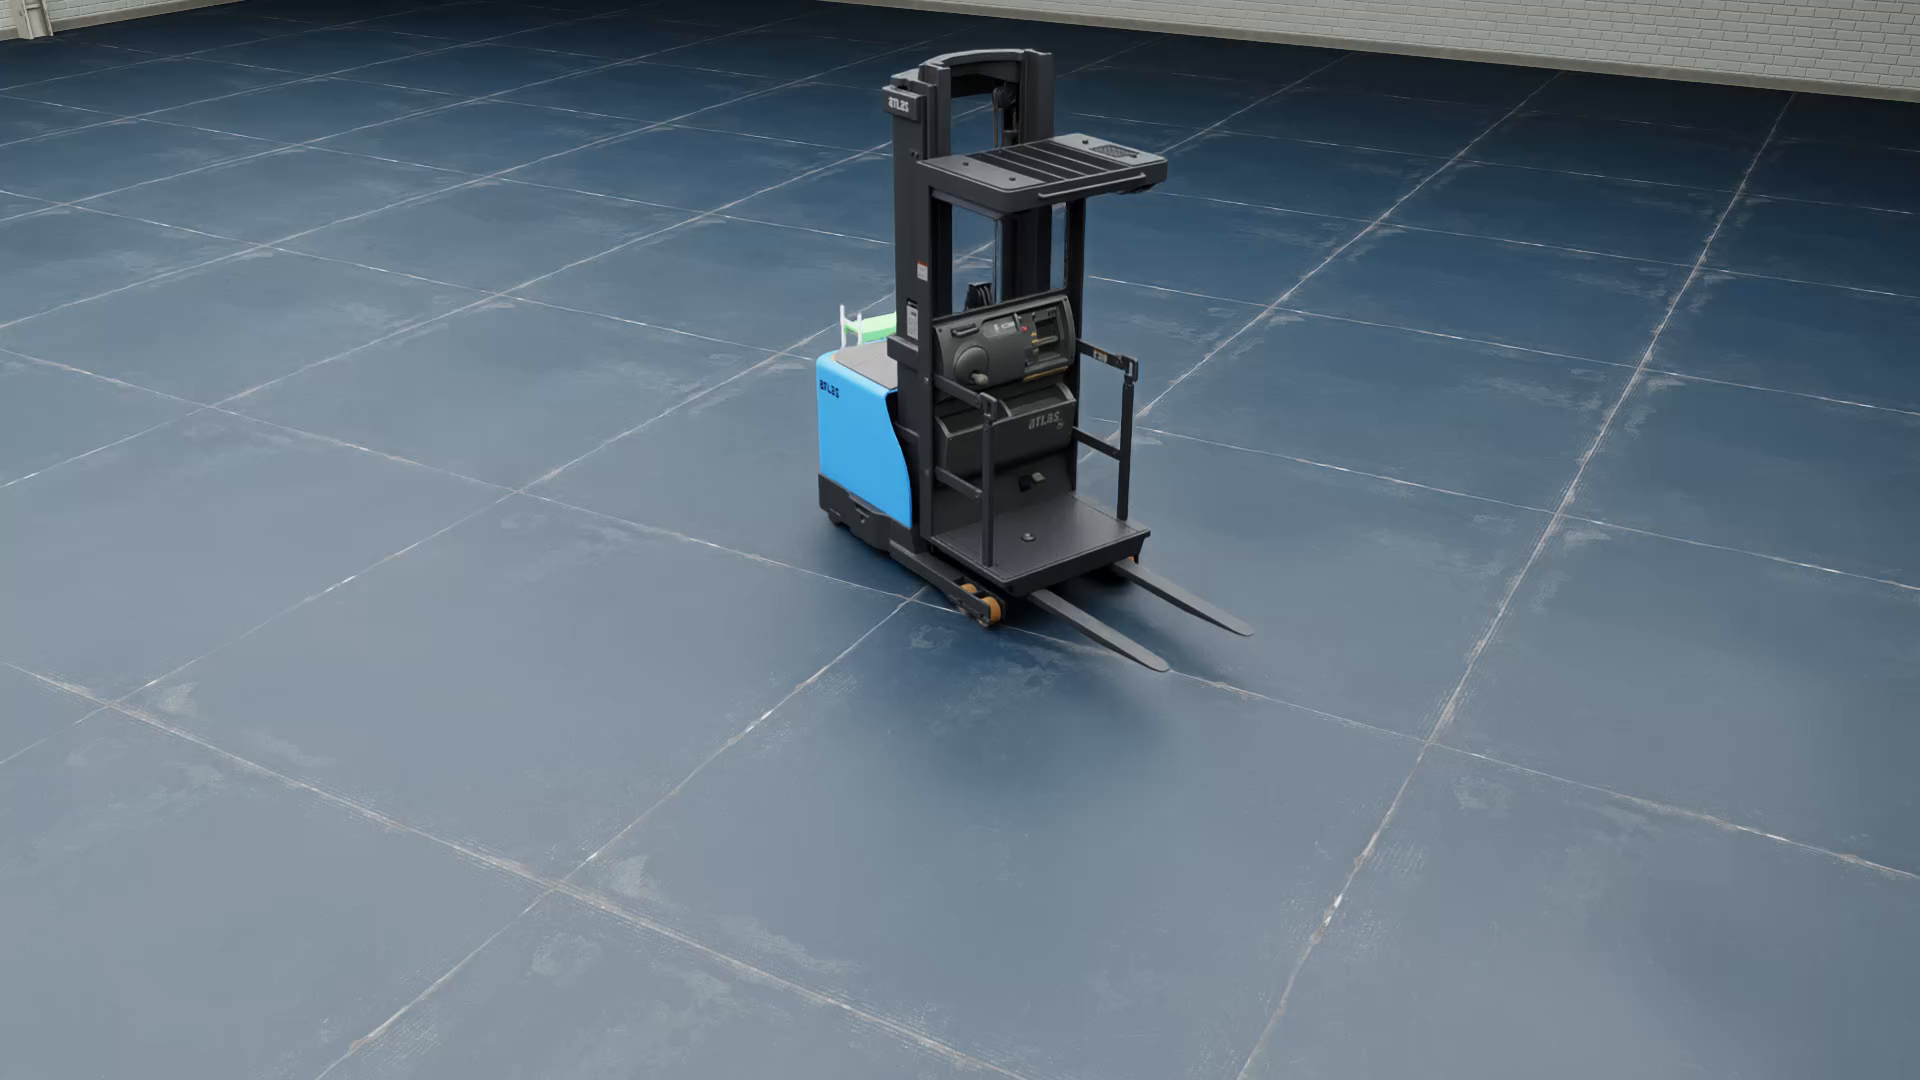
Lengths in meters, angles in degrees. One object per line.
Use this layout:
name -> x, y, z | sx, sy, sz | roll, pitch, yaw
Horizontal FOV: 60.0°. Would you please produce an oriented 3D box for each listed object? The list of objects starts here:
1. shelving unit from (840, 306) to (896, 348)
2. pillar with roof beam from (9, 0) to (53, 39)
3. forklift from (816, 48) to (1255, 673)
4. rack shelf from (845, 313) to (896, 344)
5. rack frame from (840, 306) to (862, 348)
shelving unit -> -0.474, -0.960, 10.820 | 0.503, 1.200, 0.258 | -16, 29, -29
pillar with roof beam -> -10.672, -10.935, 22.042 | 9.100, 9.000, 0.400 | 14, 30, 26
forklift -> 0.389, -1.076, 9.125 | 1.130, 2.935, 3.031 | -18, 32, -32
rack shelf -> -0.479, -1.335, 10.641 | 0.480, 0.148, 0.258 | -16, 29, -29
rack frame -> -0.679, -0.901, 10.701 | 0.015, 1.200, 0.240 | -16, 29, -29
